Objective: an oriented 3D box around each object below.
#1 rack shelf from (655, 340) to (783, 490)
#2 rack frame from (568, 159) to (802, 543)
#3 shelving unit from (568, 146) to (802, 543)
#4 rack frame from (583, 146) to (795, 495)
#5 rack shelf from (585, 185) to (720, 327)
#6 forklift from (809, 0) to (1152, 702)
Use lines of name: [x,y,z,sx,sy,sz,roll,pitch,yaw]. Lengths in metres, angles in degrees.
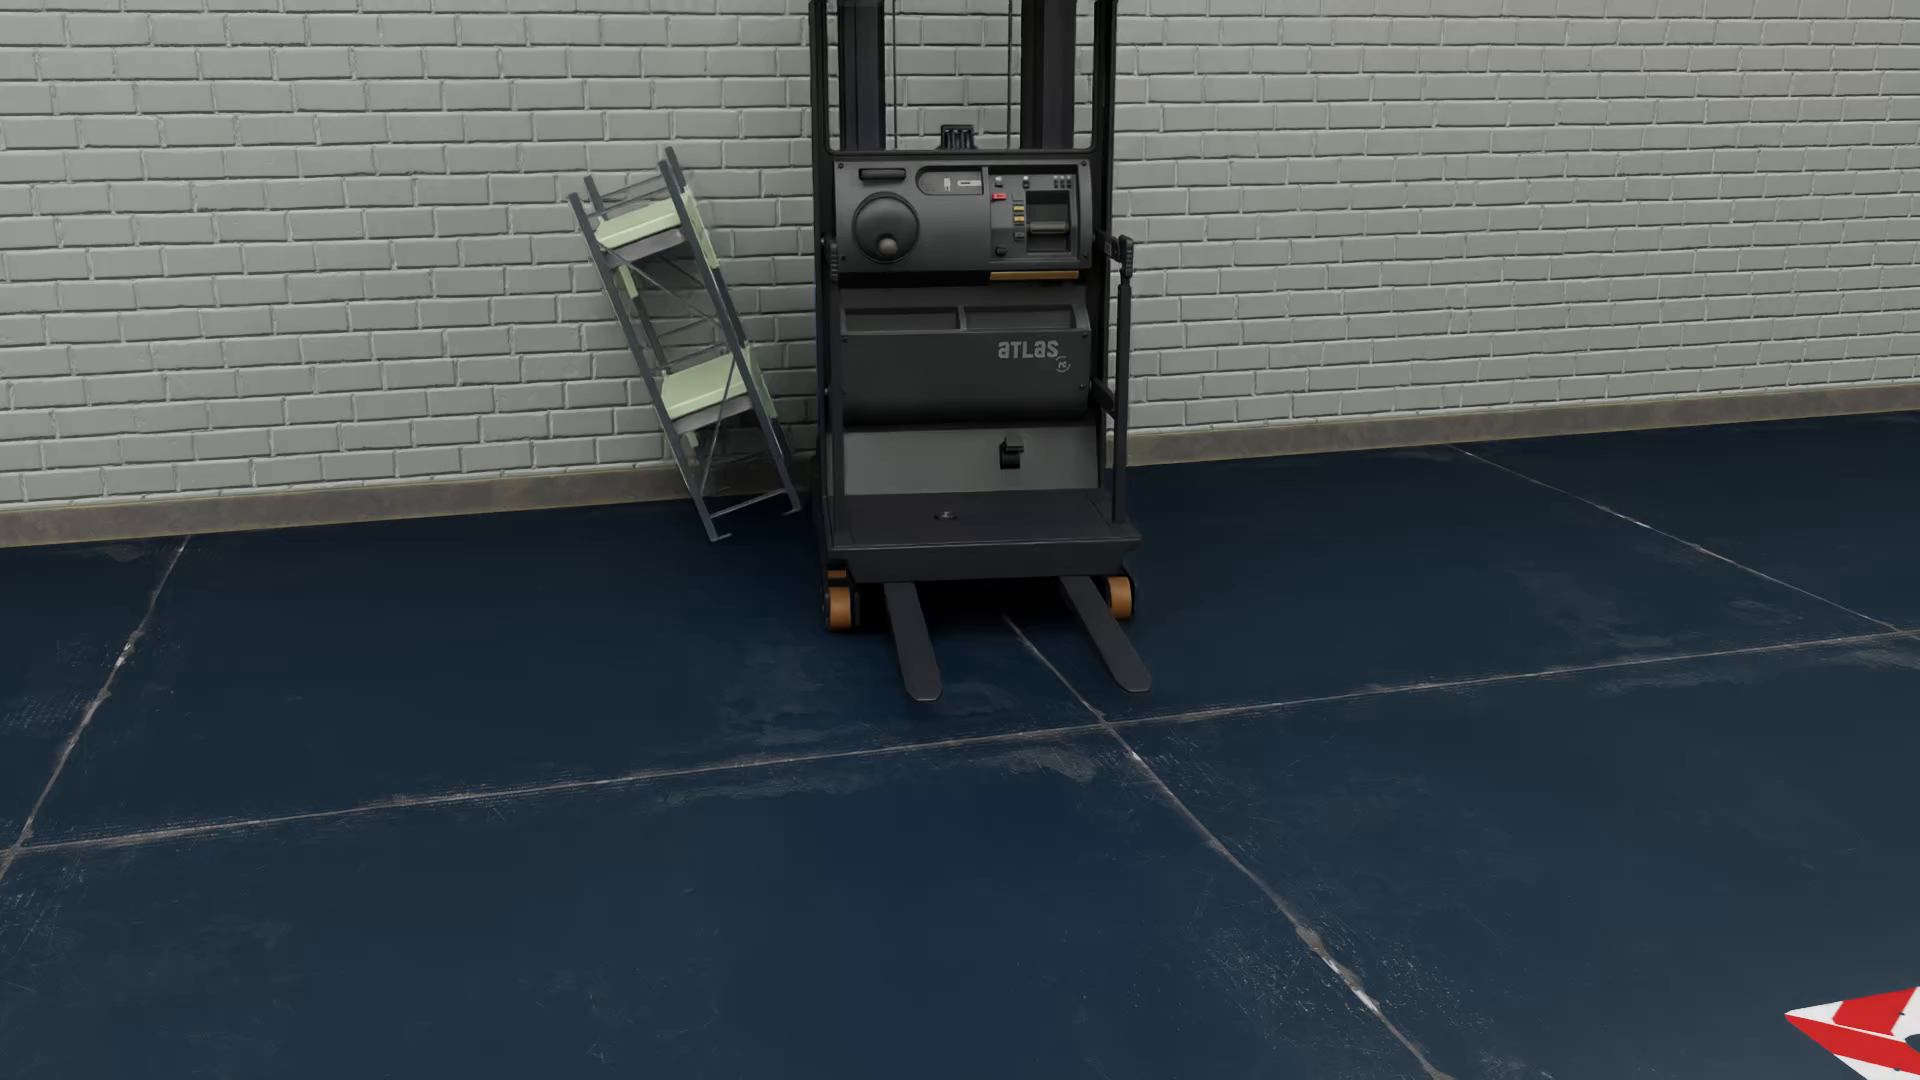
rack shelf: [-1.024,-0.545,7.086,0.431,0.370,0.720,-20,19,-1]
rack frame: [-1.079,-0.728,6.635,0.400,1.500,0.023,-20,19,-1]
shelving unit: [-1.128,-0.836,6.981,0.431,1.500,0.755,-20,19,-1]
rack frame: [-1.177,-0.944,7.327,0.400,1.500,0.023,-20,19,-1]
rack shelf: [-1.253,-1.183,6.855,0.431,0.370,0.720,-20,19,-1]
forklift: [0.040,-1.183,5.794,1.130,2.935,3.031,-2,17,-6]
